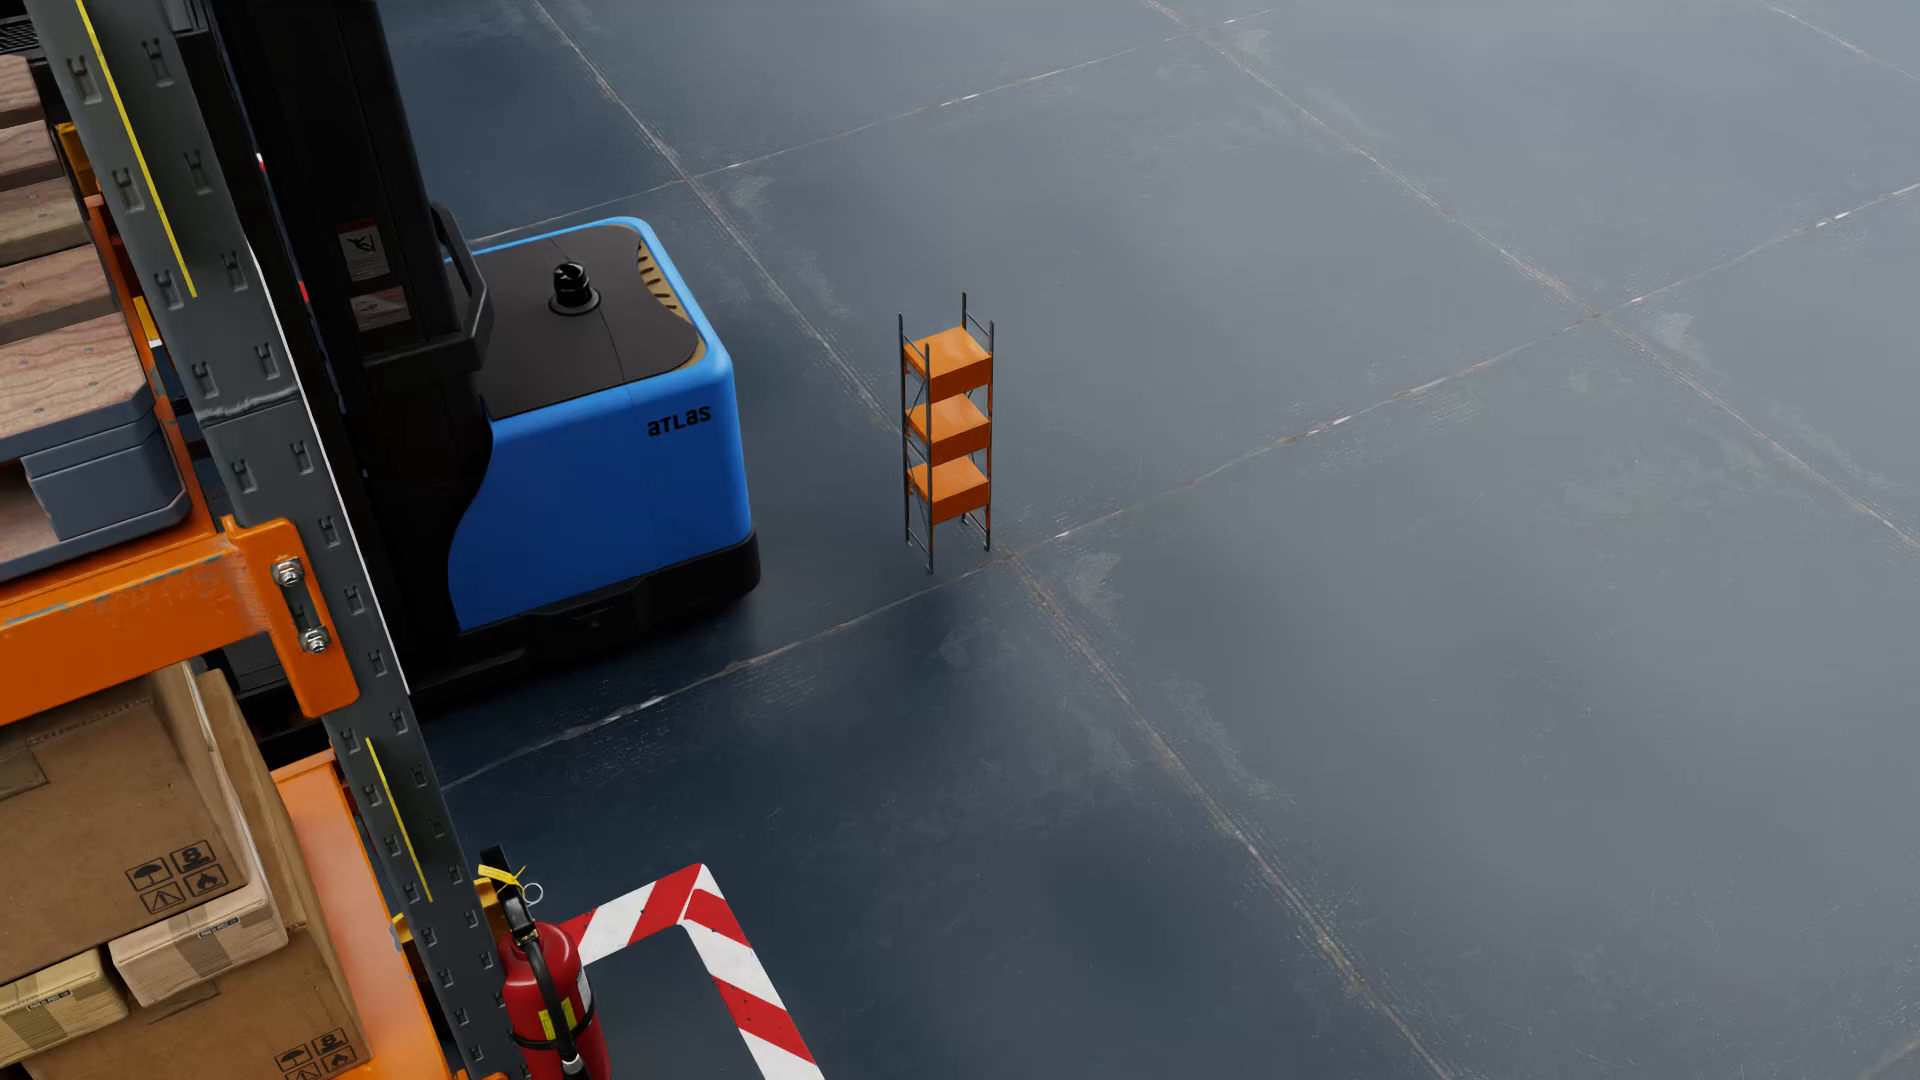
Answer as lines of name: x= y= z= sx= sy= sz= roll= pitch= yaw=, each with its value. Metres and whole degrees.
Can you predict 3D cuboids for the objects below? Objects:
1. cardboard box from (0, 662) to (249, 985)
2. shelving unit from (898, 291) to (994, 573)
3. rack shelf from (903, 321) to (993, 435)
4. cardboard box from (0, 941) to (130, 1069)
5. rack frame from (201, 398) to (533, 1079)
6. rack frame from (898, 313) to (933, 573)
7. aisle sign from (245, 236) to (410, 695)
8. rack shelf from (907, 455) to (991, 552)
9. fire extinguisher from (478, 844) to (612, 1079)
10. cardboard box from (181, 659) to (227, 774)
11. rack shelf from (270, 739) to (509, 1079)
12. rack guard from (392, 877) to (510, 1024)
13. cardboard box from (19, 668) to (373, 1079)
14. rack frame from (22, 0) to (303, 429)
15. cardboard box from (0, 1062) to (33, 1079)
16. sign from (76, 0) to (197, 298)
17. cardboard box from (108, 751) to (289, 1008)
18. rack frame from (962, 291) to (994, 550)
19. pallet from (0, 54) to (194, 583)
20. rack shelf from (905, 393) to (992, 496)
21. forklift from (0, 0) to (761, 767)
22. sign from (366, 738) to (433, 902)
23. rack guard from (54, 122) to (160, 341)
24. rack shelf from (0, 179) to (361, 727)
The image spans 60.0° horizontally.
cardboard box: x=-1.603 y=0.285 z=2.799 sx=0.500 sy=0.500 sz=0.700 roll=-22 pitch=48 yaw=-21
shelving unit: x=-0.046 y=-0.358 z=5.865 sx=0.252 sy=1.050 sz=0.215 roll=-22 pitch=48 yaw=-21
rack shelf: x=-0.046 y=-0.554 z=5.675 sx=0.240 sy=0.259 sz=0.215 roll=-22 pitch=48 yaw=-21
cardboard box: x=-1.609 y=0.685 z=2.853 sx=0.250 sy=0.149 sz=0.380 roll=-21 pitch=48 yaw=-20
rack frame: x=-1.146 y=0.614 z=3.463 sx=0.127 sy=3.000 sz=1.000 roll=-22 pitch=48 yaw=-21
rack frame: x=-0.152 y=-0.316 z=5.822 sx=0.008 sy=1.050 sz=0.200 roll=-22 pitch=48 yaw=-21
aisle sign: x=-0.943 y=-0.164 z=2.399 sx=0.004 sy=0.787 sz=0.394 roll=-22 pitch=48 yaw=-21
rack shelf: x=-0.046 y=-0.151 z=6.066 sx=0.240 sy=0.259 sz=0.215 roll=-22 pitch=48 yaw=-21
fire extinguisher: x=-0.812 y=0.881 z=3.244 sx=0.183 sy=0.674 sz=0.296 roll=-22 pitch=48 yaw=-21
cardboard box: x=-1.593 y=0.352 z=3.196 sx=0.250 sy=0.149 sz=0.380 roll=-22 pitch=48 yaw=-21
rack shelf: x=-2.880 y=1.566 z=2.999 sx=4.000 sy=0.370 sz=1.077 roll=-22 pitch=48 yaw=-21
rack guard: x=-1.125 y=1.503 z=4.342 sx=0.348 sy=0.500 sz=1.175 roll=-22 pitch=48 yaw=-21
cardboard box: x=-1.557 y=0.733 z=3.270 sx=0.500 sy=0.500 sz=0.700 roll=-22 pitch=48 yaw=-21
rack frame: x=-1.146 y=-1.539 z=1.374 sx=0.127 sy=3.000 sz=1.000 roll=-22 pitch=48 yaw=-21
cardboard box: x=-2.010 y=0.918 z=3.079 sx=0.500 sy=0.500 sz=0.700 roll=-21 pitch=48 yaw=-20
sign: x=-0.888 y=-0.419 z=1.795 sx=0.005 sy=0.325 sz=0.100 roll=-22 pitch=48 yaw=-21
cardboard box: x=-1.382 y=0.593 z=2.947 sx=0.250 sy=0.149 sz=0.380 roll=-23 pitch=49 yaw=-22
rack frame: x=0.059 y=-0.401 z=5.909 sx=0.008 sy=1.050 sz=0.200 roll=-22 pitch=48 yaw=-21
pallet: x=-1.772 y=-0.201 z=2.213 sx=1.213 sy=0.211 sz=1.003 roll=-22 pitch=48 yaw=-21
rack shelf: x=-0.046 y=-0.351 z=5.873 sx=0.240 sy=0.259 sz=0.215 roll=-22 pitch=48 yaw=-21
forklift: x=-2.276 y=-0.710 z=4.877 sx=3.031 sy=2.935 sz=1.130 roll=-18 pitch=47 yaw=-18
sign: x=-0.888 y=0.446 z=2.635 sx=0.005 sy=0.325 sz=0.100 roll=-22 pitch=48 yaw=-21
rack guard: x=-3.653 y=-1.426 z=7.361 sx=0.348 sy=0.500 sz=1.175 roll=-22 pitch=48 yaw=-21
rack shelf: x=-2.880 y=0.490 z=1.954 sx=4.000 sy=0.370 sz=1.077 roll=-22 pitch=48 yaw=-21
